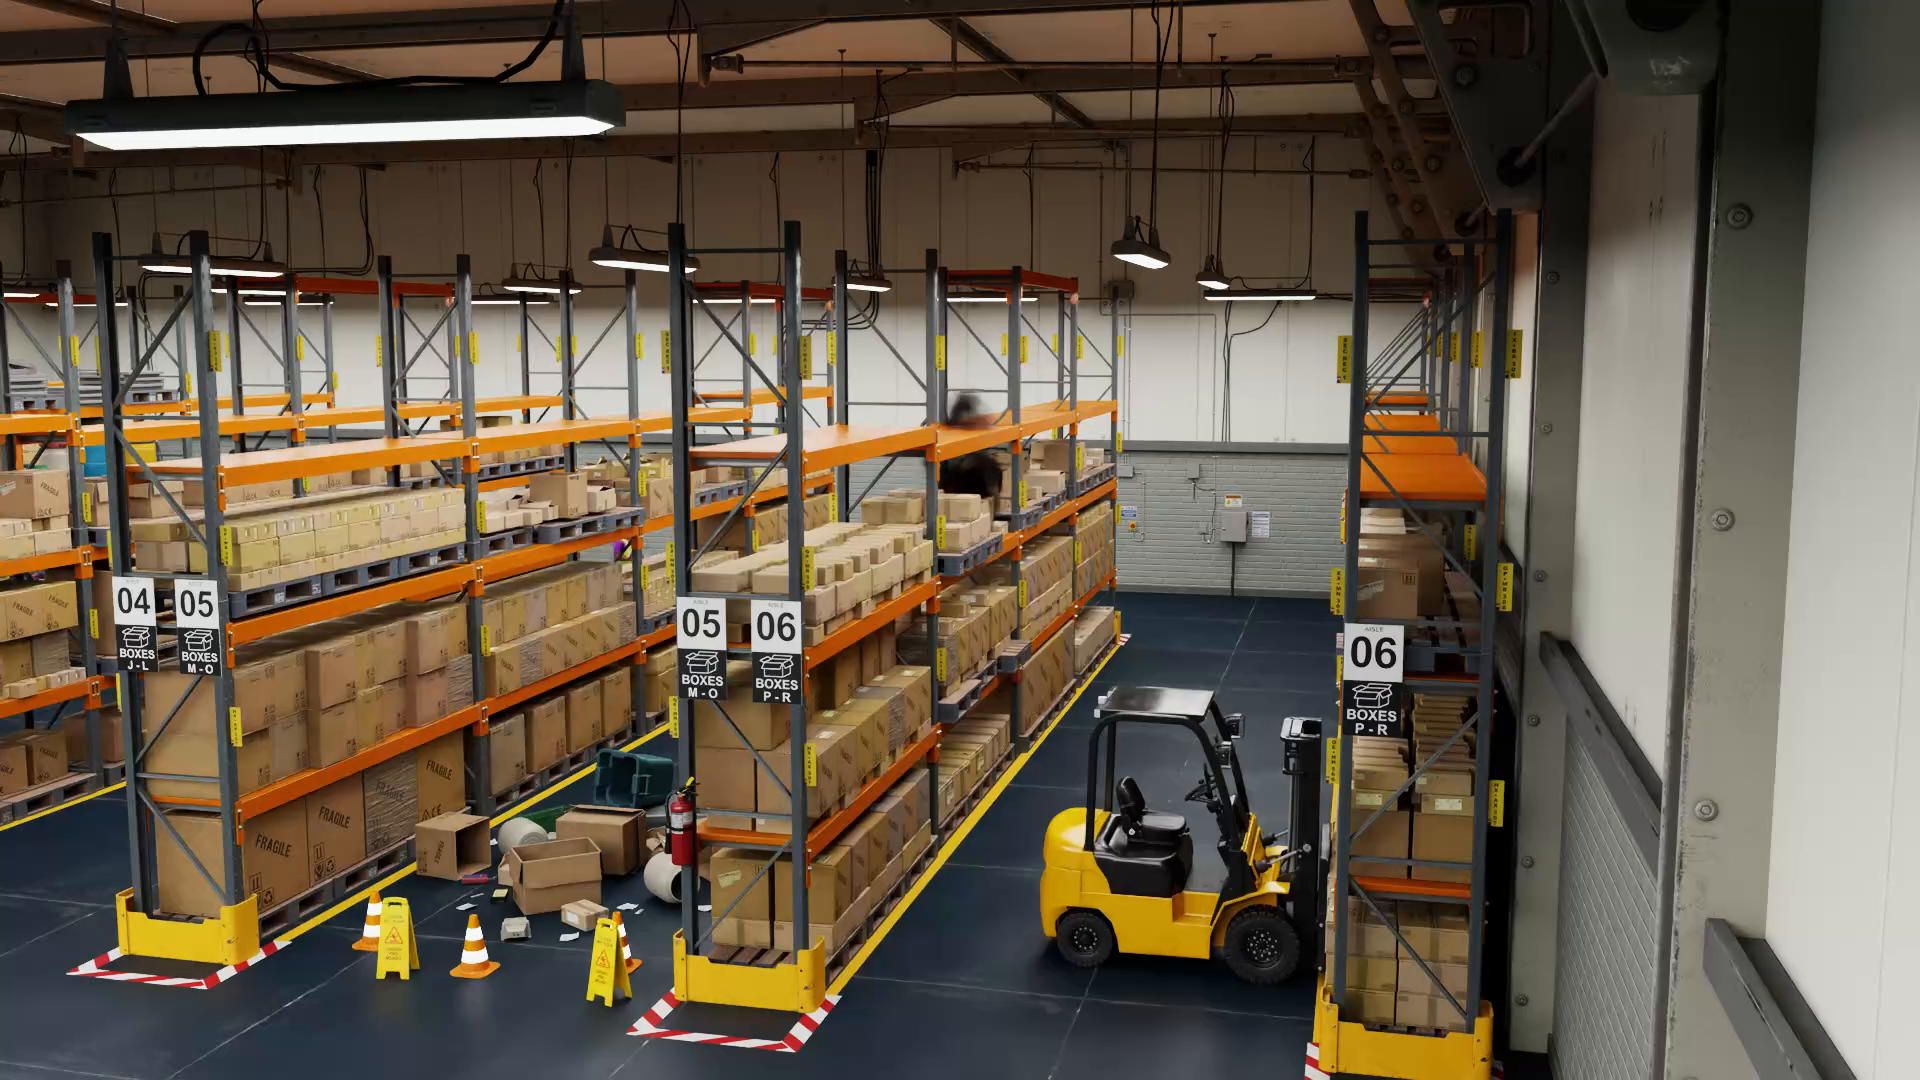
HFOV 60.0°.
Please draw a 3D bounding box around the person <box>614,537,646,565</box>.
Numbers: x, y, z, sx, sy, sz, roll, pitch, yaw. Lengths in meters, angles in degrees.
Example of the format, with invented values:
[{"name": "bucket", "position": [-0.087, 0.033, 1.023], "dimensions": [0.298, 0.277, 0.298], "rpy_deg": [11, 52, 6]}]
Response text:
[{"name": "person", "position": [-6.173, 0.519, 31.173], "dimensions": [0.909, 1.732, 0.742], "rpy_deg": [5, 8, 34]}]
